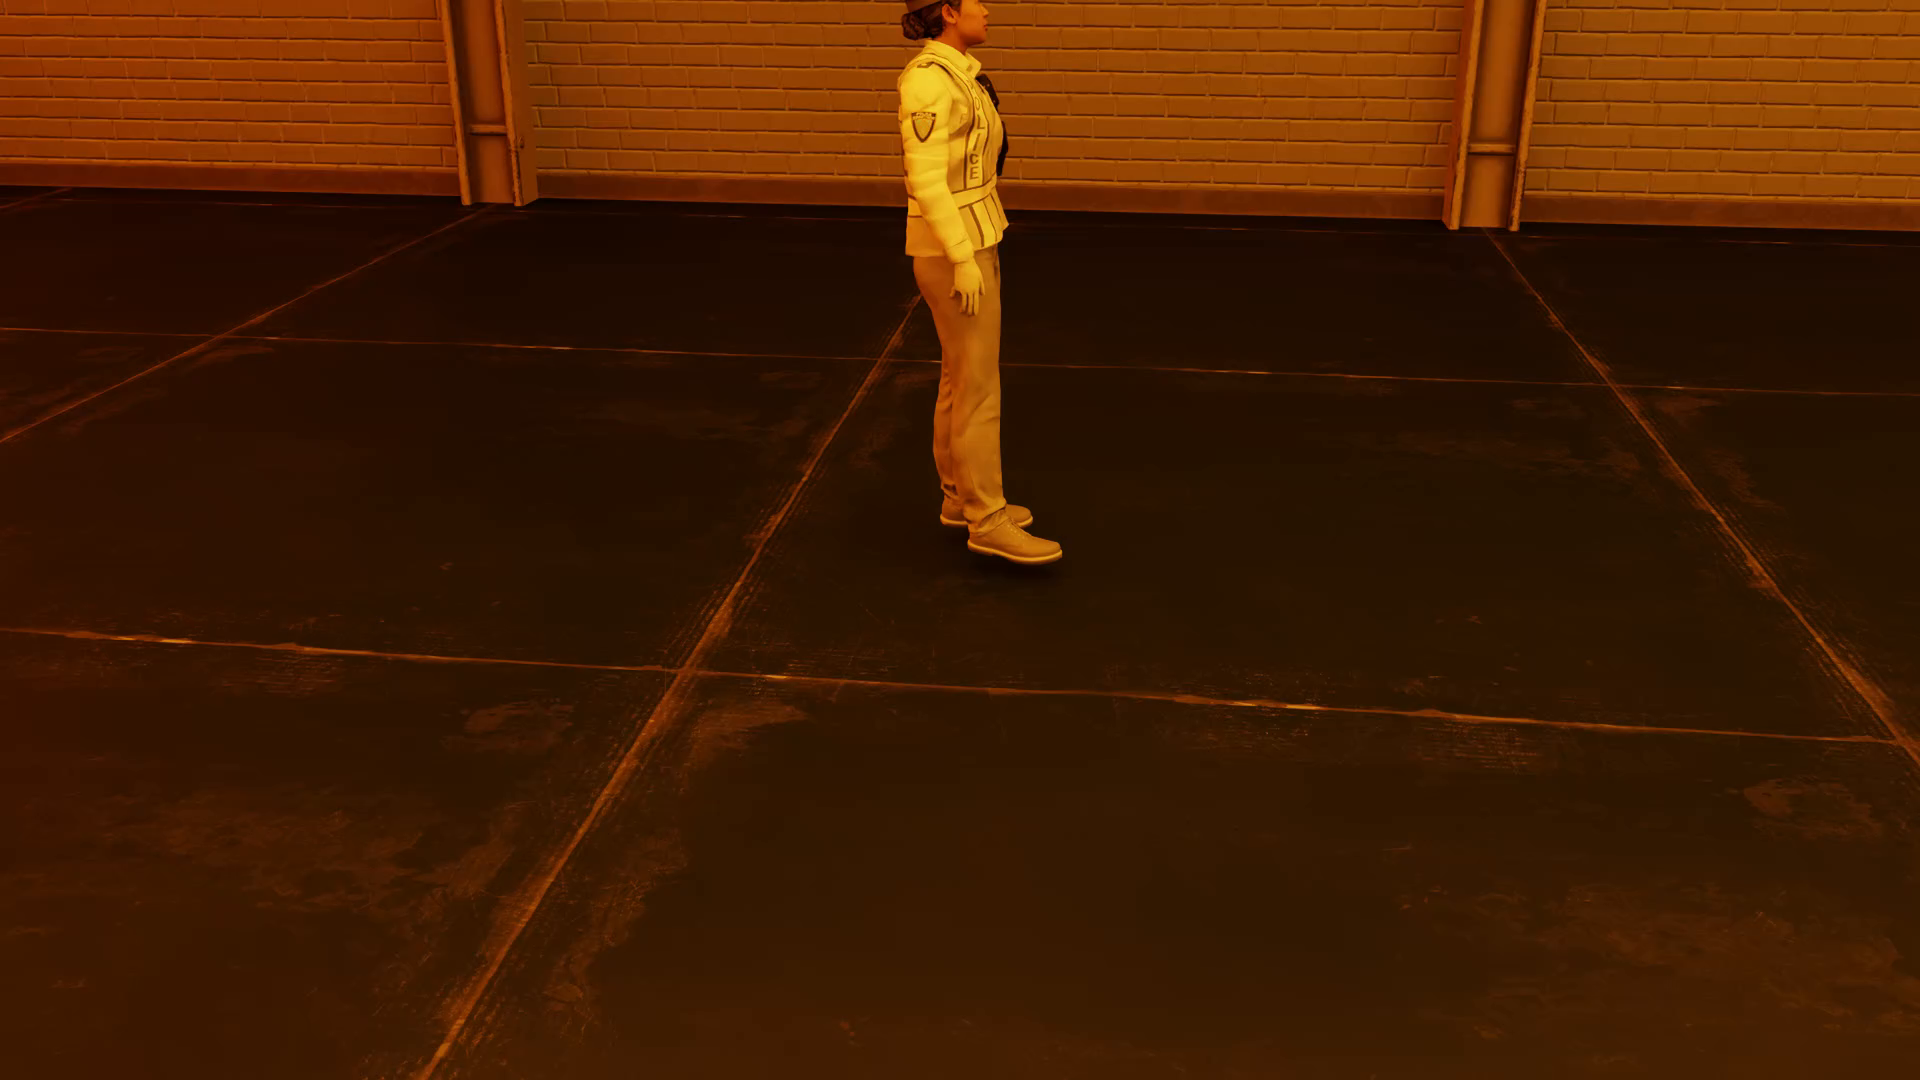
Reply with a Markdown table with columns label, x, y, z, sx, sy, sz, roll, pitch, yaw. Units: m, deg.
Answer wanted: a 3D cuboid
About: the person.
| label | x | y | z | sx | sy | sz | roll | pitch | yaw |
| --- | --- | --- | --- | --- | --- | --- | --- | --- | --- |
| person | 0.067 | -0.824 | 4.829 | 0.531 | 1.695 | 0.587 | 3 | 22 | 7 |
